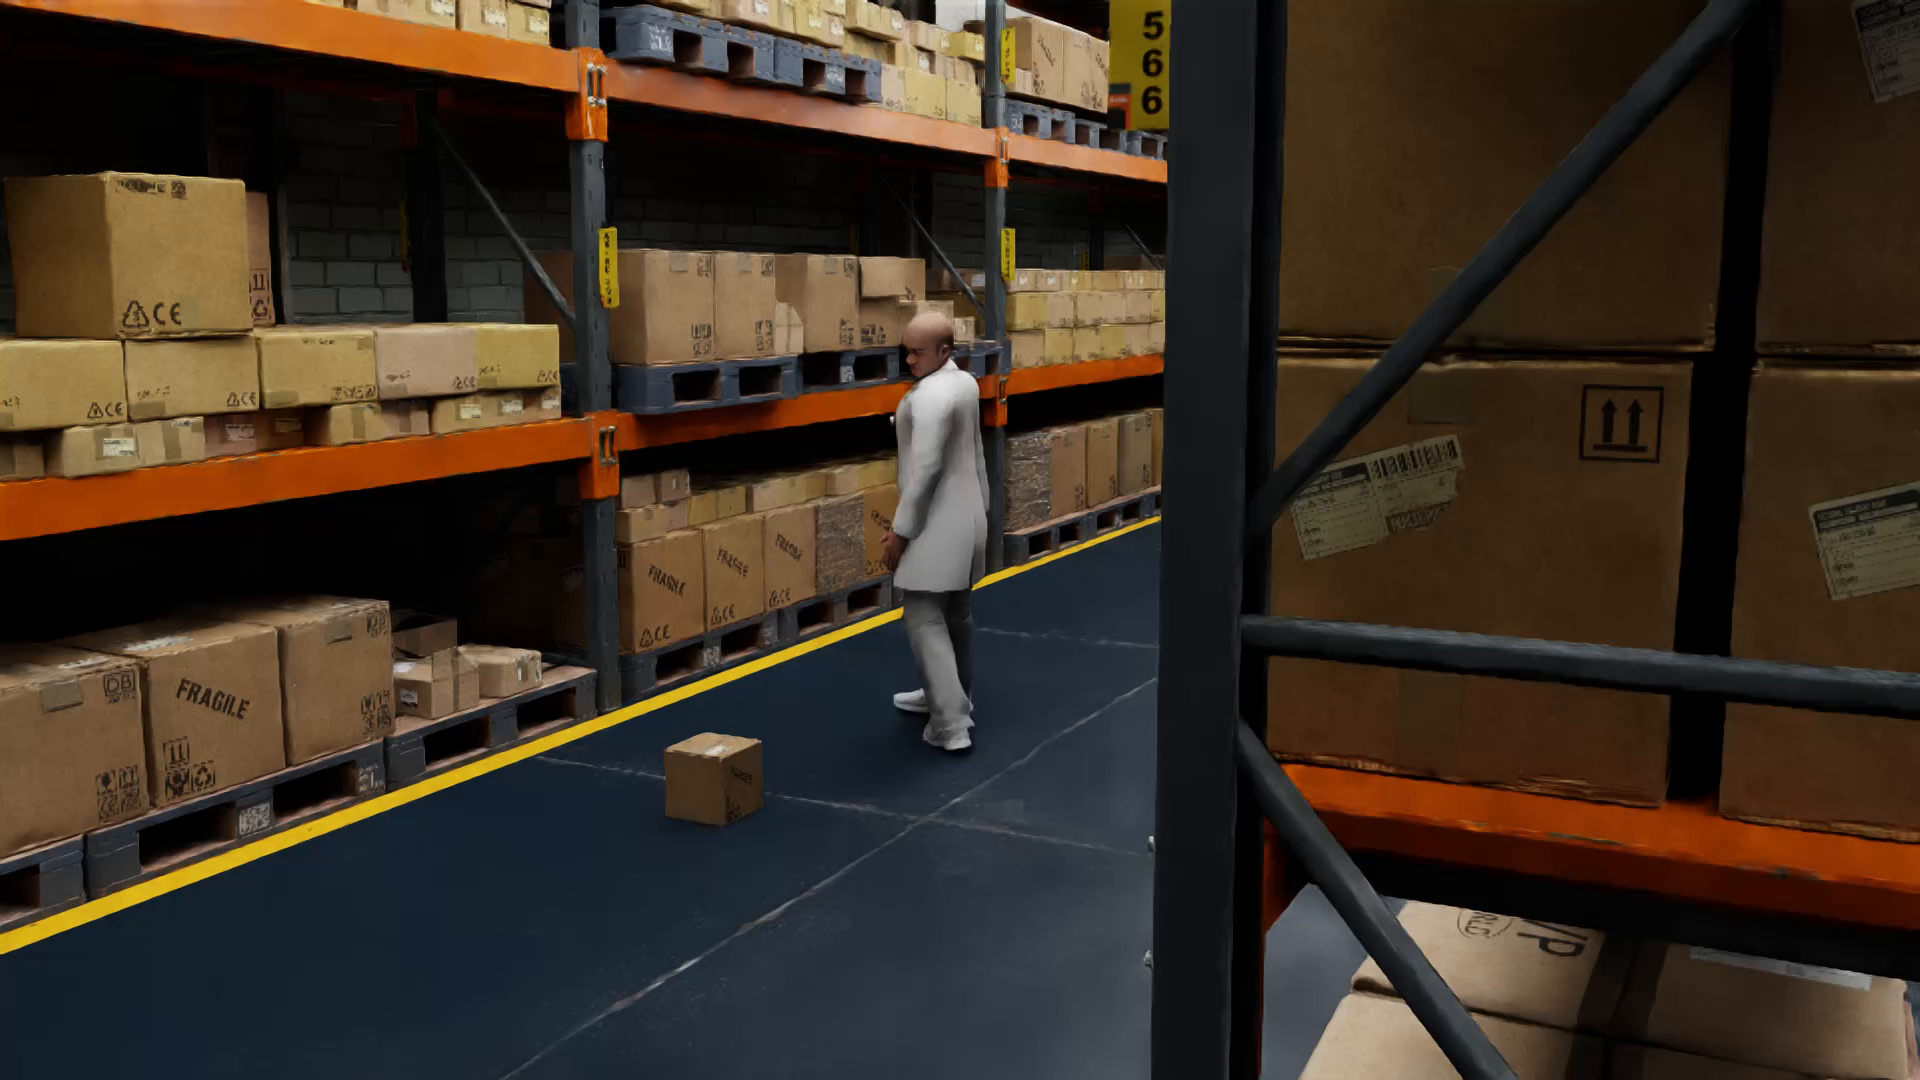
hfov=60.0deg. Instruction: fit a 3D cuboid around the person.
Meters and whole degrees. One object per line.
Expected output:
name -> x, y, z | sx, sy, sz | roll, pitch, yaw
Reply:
person -> -0.134, -0.049, 6.839 | 0.619, 1.771, 0.682 | 5, 10, 27
